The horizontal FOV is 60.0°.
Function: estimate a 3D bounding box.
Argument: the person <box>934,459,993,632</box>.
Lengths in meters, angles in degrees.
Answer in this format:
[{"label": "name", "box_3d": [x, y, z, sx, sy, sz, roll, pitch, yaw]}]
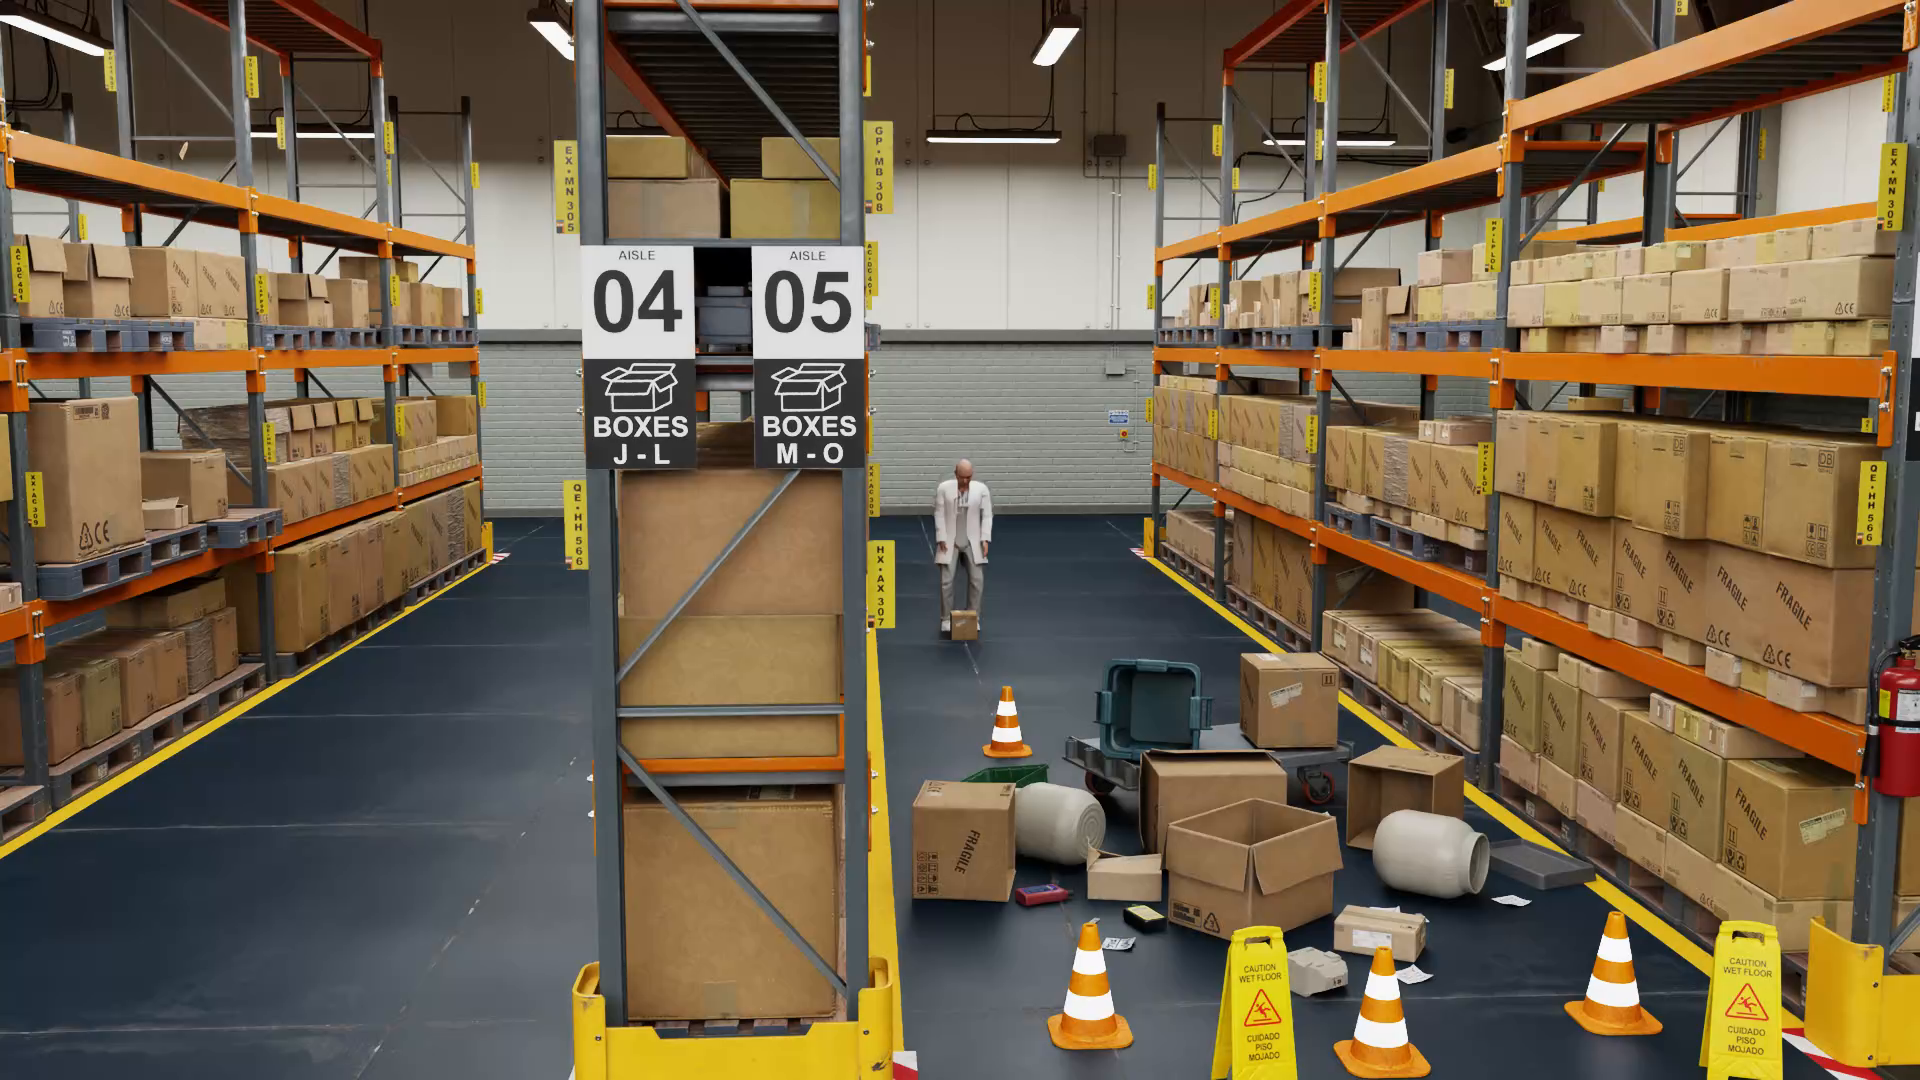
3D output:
[{"label": "person", "box_3d": [0.034, 0.049, 16.656, 0.591, 1.728, 0.432, 0, 7, -2]}]
